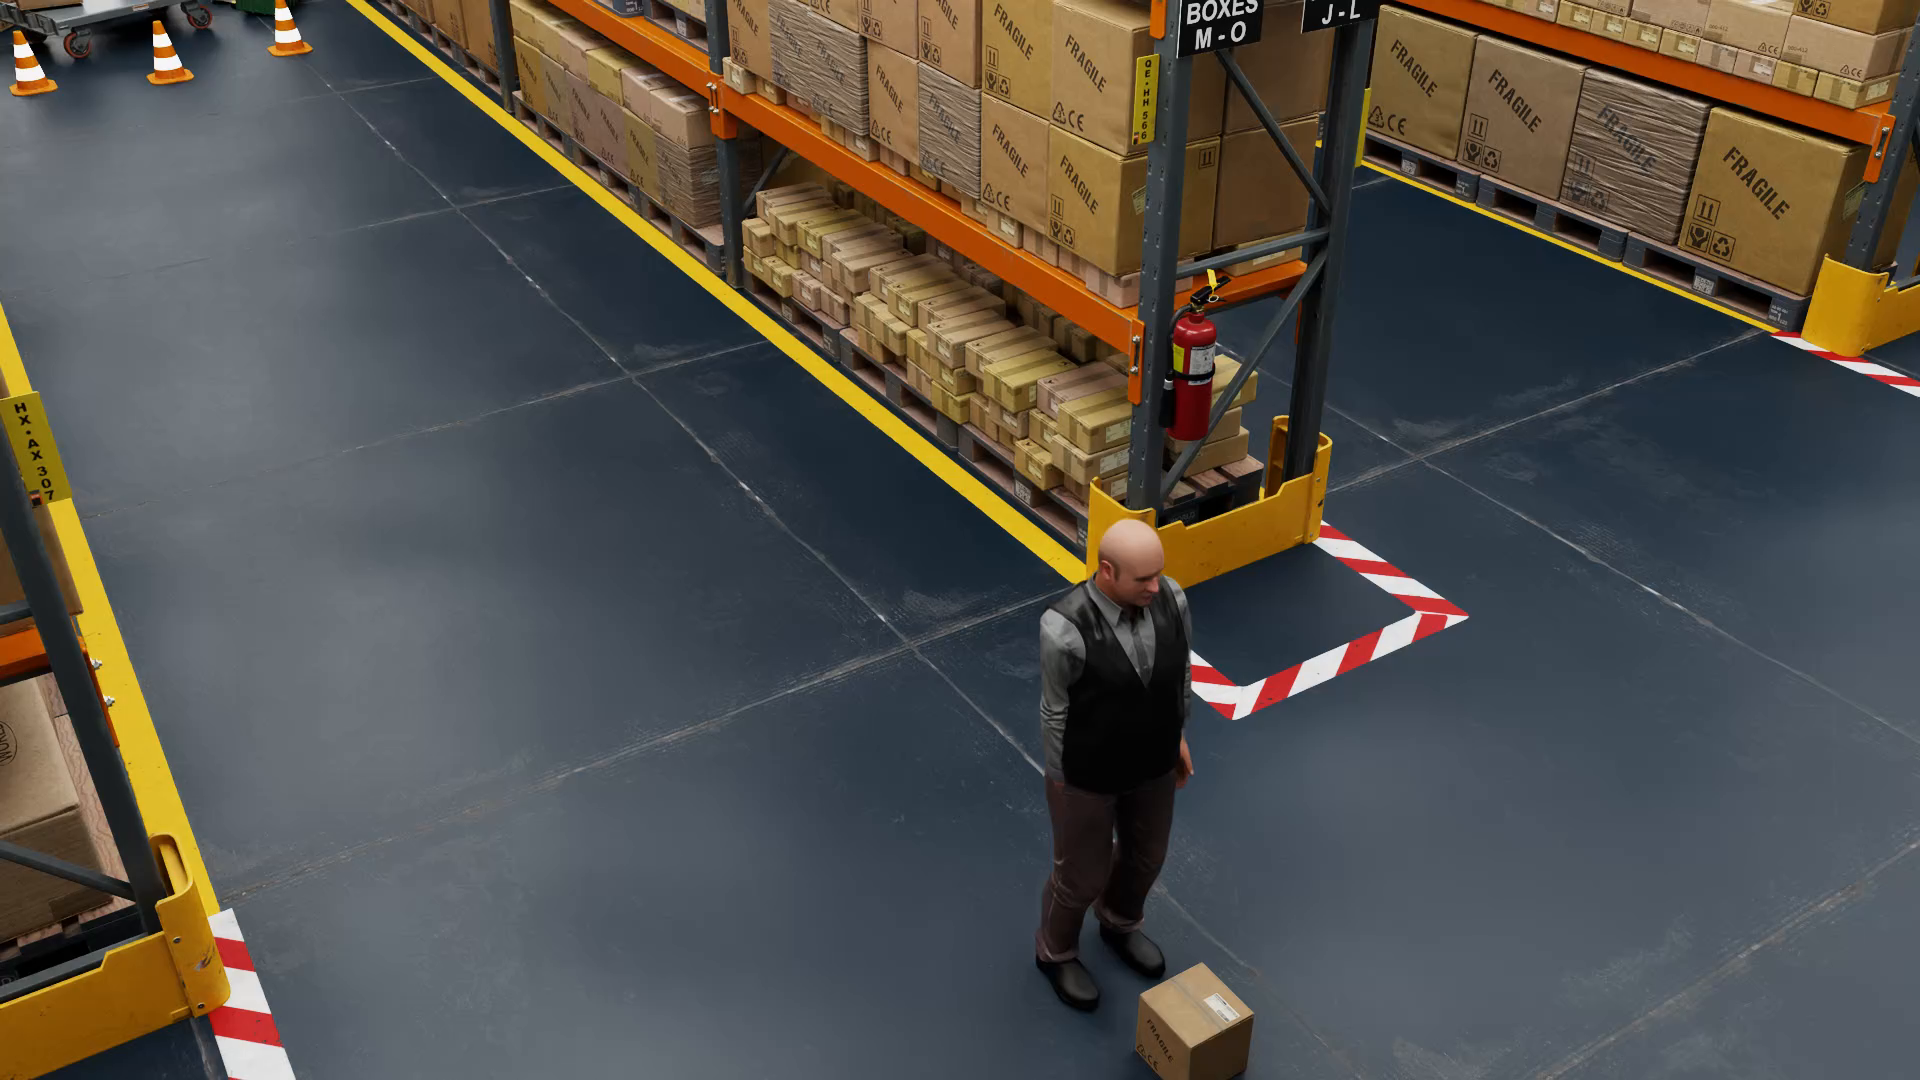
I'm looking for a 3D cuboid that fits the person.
[{"bbox_3d":[0.481,0.678,5.104,0.534,1.714,0.357,-18,37,-26],"label":"person"}]
